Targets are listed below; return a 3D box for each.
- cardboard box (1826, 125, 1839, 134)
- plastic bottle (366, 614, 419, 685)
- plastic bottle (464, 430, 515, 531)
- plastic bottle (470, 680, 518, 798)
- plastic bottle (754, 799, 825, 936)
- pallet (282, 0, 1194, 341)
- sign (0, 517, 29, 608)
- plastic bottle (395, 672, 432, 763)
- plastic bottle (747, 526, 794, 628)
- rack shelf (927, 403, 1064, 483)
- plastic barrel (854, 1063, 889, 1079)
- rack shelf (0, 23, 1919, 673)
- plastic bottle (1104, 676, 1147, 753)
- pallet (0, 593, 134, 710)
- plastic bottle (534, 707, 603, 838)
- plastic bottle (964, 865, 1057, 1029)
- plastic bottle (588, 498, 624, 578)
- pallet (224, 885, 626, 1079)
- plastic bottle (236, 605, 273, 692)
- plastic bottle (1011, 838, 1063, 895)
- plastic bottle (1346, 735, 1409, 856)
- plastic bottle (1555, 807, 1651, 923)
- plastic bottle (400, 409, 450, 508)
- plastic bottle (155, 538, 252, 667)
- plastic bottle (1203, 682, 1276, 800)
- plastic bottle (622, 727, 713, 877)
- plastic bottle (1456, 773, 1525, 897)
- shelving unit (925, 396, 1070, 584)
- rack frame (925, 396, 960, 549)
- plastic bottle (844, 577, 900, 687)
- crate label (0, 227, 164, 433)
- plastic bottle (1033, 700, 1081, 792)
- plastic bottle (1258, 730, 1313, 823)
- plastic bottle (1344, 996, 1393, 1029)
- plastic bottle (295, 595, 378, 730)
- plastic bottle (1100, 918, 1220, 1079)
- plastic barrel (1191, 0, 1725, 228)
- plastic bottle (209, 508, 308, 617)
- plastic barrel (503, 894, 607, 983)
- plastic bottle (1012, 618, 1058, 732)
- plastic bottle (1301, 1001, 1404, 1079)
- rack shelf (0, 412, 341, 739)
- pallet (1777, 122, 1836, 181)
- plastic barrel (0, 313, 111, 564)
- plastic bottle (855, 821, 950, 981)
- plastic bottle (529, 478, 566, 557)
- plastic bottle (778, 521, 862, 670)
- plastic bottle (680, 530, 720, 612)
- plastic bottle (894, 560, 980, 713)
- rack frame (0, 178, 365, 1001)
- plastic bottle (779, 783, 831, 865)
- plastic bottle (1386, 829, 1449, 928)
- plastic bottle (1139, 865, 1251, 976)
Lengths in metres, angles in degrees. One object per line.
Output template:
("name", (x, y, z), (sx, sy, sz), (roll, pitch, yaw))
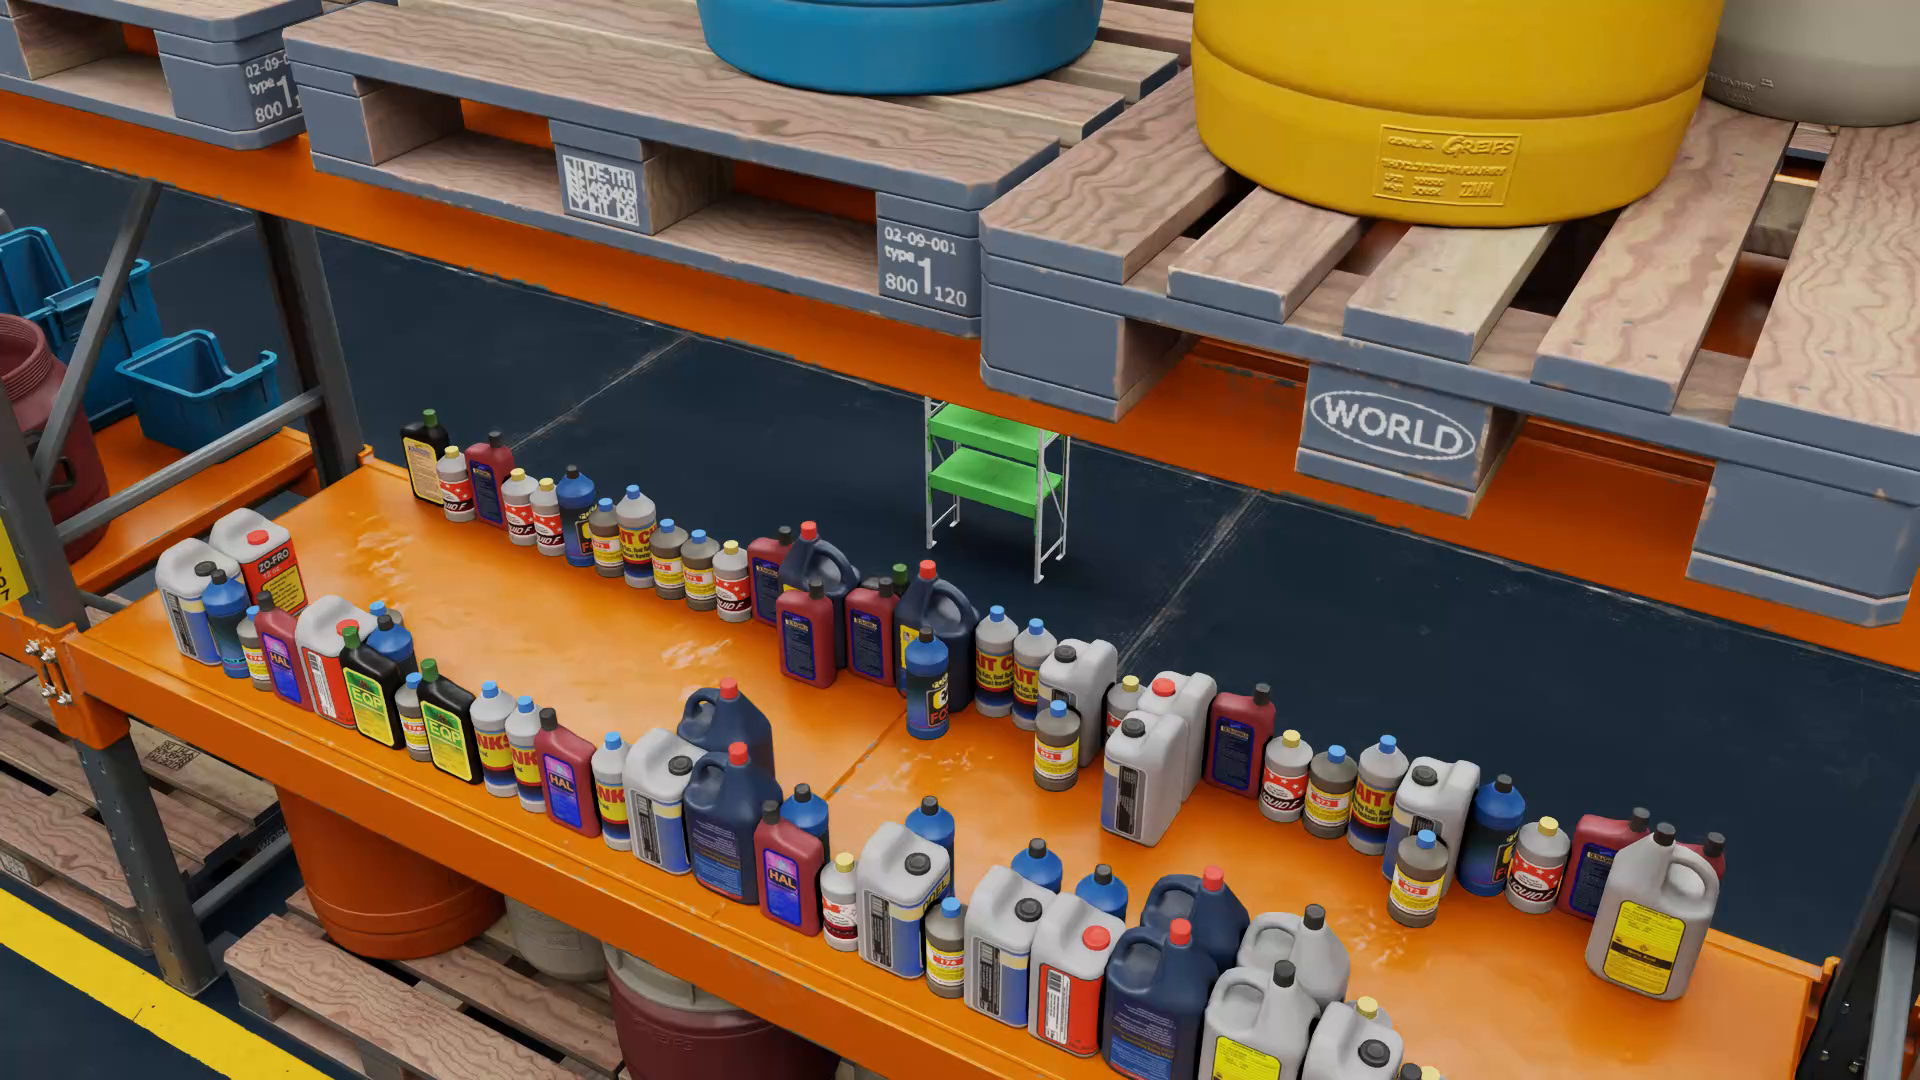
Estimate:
("cardboard box", (3.633, -1.923, 6.462), (0.500, 0.500, 0.700), (6, 34, 9))
("plastic bottle", (-1.266, 0.285, 3.731), (0.097, 0.271, 0.097), (0, 34, 0))
("plastic bottle", (-1.237, -0.168, 4.401), (0.133, 0.283, 0.061), (18, 37, 24))
("plastic bottle", (-0.980, 0.415, 3.537), (0.097, 0.271, 0.097), (0, 34, 0))
("plastic bottle", (-0.327, 0.628, 3.205), (0.133, 0.283, 0.061), (18, 37, 24))
("pallet", (-0.243, -0.735, 2.611), (1.213, 0.211, 1.003), (18, 37, 24))
("sign", (-2.267, 0.013, 3.877), (0.005, 0.325, 0.100), (18, 37, 24))
("plastic bottle", (-1.181, 0.380, 3.652), (0.097, 0.201, 0.097), (0, 34, 0))
("plastic bottle", (-0.445, 0.083, 4.024), (0.133, 0.283, 0.061), (18, 37, 24))
("rack shelf", (0.144, -0.401, 6.384), (0.480, 0.148, 0.258), (18, 37, 24))
("plastic barrel", (-0.052, 1.224, 4.071), (0.421, 0.512, 0.421), (0, 34, 0))
("rack shelf", (-0.264, -0.585, 2.865), (4.000, 0.370, 1.077), (18, 37, 24))
("plastic bottle", (0.368, 0.387, 3.642), (0.097, 0.201, 0.097), (0, 34, 0))
("pallet", (-3.709, 0.407, 5.948), (1.213, 0.211, 1.003), (18, 37, 24))
("plastic bottle", (-0.805, 0.477, 3.432), (0.133, 0.283, 0.061), (18, 37, 24))
("plastic bottle", (0.098, 0.737, 3.049), (0.135, 0.276, 0.152), (18, 37, 24))
("plastic bottle", (-0.893, -0.013, 4.242), (0.097, 0.201, 0.097), (0, 34, 0))
("pallet", (-1.295, 1.172, 4.800), (1.213, 0.211, 1.003), (18, 37, 24))
("plastic bottle", (-1.614, 0.243, 3.857), (0.097, 0.201, 0.097), (0, 34, 0))
("plastic bottle", (0.144, 0.674, 3.148), (0.097, 0.271, 0.097), (0, 34, 0))
("plastic bottle", (0.855, 0.512, 3.392), (0.097, 0.271, 0.097), (0, 34, 0))
("plastic bottle", (1.250, 0.620, 3.218), (0.133, 0.283, 0.061), (18, 37, 24))
("plastic bottle", (-1.438, -0.231, 4.496), (0.133, 0.283, 0.061), (18, 37, 24))
("plastic bottle", (-1.785, 0.140, 3.945), (0.135, 0.276, 0.152), (18, 37, 24))
("plastic bottle", (0.594, 0.412, 3.530), (0.133, 0.283, 0.061), (18, 37, 24))
("plastic bottle", (-0.581, 0.522, 3.372), (0.135, 0.276, 0.152), (18, 37, 24))
("plastic bottle", (1.056, 0.575, 3.296), (0.097, 0.271, 0.097), (0, 34, 0))
("shelving unit", (0.144, -0.454, 6.349), (0.503, 1.200, 0.258), (18, 37, 24))
("rack frame", (-0.068, -0.521, 6.450), (0.015, 1.200, 0.240), (18, 37, 24))
("plastic bottle", (-0.199, 0.200, 3.849), (0.133, 0.283, 0.061), (18, 37, 24))
("crate label", (-2.729, -0.604, 4.919), (0.616, 0.435, 0.502), (18, 37, 24))
("plastic bottle", (0.208, 0.433, 3.573), (0.097, 0.201, 0.097), (0, 34, 0))
("plastic bottle", (0.686, 0.487, 3.491), (0.097, 0.201, 0.097), (0, 34, 0))
("plastic bottle", (0.698, 0.879, 2.904), (0.097, 0.201, 0.097), (0, 34, 0))
("plastic bottle", (-1.384, 0.268, 3.754), (0.135, 0.276, 0.152), (18, 37, 24))
("plastic bottle", (0.351, 0.789, 2.904), (0.185, 0.351, 0.144), (18, 37, 24))
("plastic barrel", (0.579, -0.741, 1.901), (0.600, 0.588, 0.600), (0, 34, 0))
("plastic bottle", (-1.710, 0.067, 4.055), (0.135, 0.276, 0.152), (18, 37, 24))
("plastic barrel", (-1.033, 0.914, 4.537), (0.421, 0.512, 0.421), (0, 34, 0))
("plastic bottle", (0.167, 0.294, 3.719), (0.097, 0.271, 0.097), (0, 34, 0))
("plastic bottle", (0.652, 0.913, 2.785), (0.135, 0.276, 0.152), (18, 37, 24))
("rack shelf", (-3.737, -0.436, 5.348), (4.000, 0.370, 1.077), (18, 37, 24))
("pallet", (3.294, -1.661, 6.711), (1.213, 0.211, 1.003), (18, 37, 24))
("plastic barrel", (-2.554, -0.224, 4.258), (0.708, 0.536, 0.600), (18, 37, 24))
("plastic bottle", (-0.104, 0.673, 3.145), (0.135, 0.276, 0.152), (18, 37, 24))
("plastic bottle", (-1.062, -0.066, 4.323), (0.097, 0.201, 0.097), (0, 34, 0))
("plastic bottle", (-0.328, 0.119, 3.910), (0.185, 0.351, 0.144), (18, 37, 24))
("plastic bottle", (-0.639, 0.068, 4.122), (0.097, 0.201, 0.097), (0, 34, 0))
("plastic bottle", (-0.052, 0.206, 3.778), (0.185, 0.351, 0.144), (18, 37, 24))
("rack frame", (-2.001, -0.186, 4.323), (0.127, 3.000, 1.000), (18, 37, 24))
("plastic bottle", (-0.303, 0.590, 3.273), (0.097, 0.271, 0.097), (0, 34, 0))
("plastic bottle", (0.896, 0.651, 3.245), (0.097, 0.201, 0.097), (0, 34, 0))
("plastic bottle", (0.423, 0.719, 3.008), (0.185, 0.351, 0.144), (18, 37, 24))
